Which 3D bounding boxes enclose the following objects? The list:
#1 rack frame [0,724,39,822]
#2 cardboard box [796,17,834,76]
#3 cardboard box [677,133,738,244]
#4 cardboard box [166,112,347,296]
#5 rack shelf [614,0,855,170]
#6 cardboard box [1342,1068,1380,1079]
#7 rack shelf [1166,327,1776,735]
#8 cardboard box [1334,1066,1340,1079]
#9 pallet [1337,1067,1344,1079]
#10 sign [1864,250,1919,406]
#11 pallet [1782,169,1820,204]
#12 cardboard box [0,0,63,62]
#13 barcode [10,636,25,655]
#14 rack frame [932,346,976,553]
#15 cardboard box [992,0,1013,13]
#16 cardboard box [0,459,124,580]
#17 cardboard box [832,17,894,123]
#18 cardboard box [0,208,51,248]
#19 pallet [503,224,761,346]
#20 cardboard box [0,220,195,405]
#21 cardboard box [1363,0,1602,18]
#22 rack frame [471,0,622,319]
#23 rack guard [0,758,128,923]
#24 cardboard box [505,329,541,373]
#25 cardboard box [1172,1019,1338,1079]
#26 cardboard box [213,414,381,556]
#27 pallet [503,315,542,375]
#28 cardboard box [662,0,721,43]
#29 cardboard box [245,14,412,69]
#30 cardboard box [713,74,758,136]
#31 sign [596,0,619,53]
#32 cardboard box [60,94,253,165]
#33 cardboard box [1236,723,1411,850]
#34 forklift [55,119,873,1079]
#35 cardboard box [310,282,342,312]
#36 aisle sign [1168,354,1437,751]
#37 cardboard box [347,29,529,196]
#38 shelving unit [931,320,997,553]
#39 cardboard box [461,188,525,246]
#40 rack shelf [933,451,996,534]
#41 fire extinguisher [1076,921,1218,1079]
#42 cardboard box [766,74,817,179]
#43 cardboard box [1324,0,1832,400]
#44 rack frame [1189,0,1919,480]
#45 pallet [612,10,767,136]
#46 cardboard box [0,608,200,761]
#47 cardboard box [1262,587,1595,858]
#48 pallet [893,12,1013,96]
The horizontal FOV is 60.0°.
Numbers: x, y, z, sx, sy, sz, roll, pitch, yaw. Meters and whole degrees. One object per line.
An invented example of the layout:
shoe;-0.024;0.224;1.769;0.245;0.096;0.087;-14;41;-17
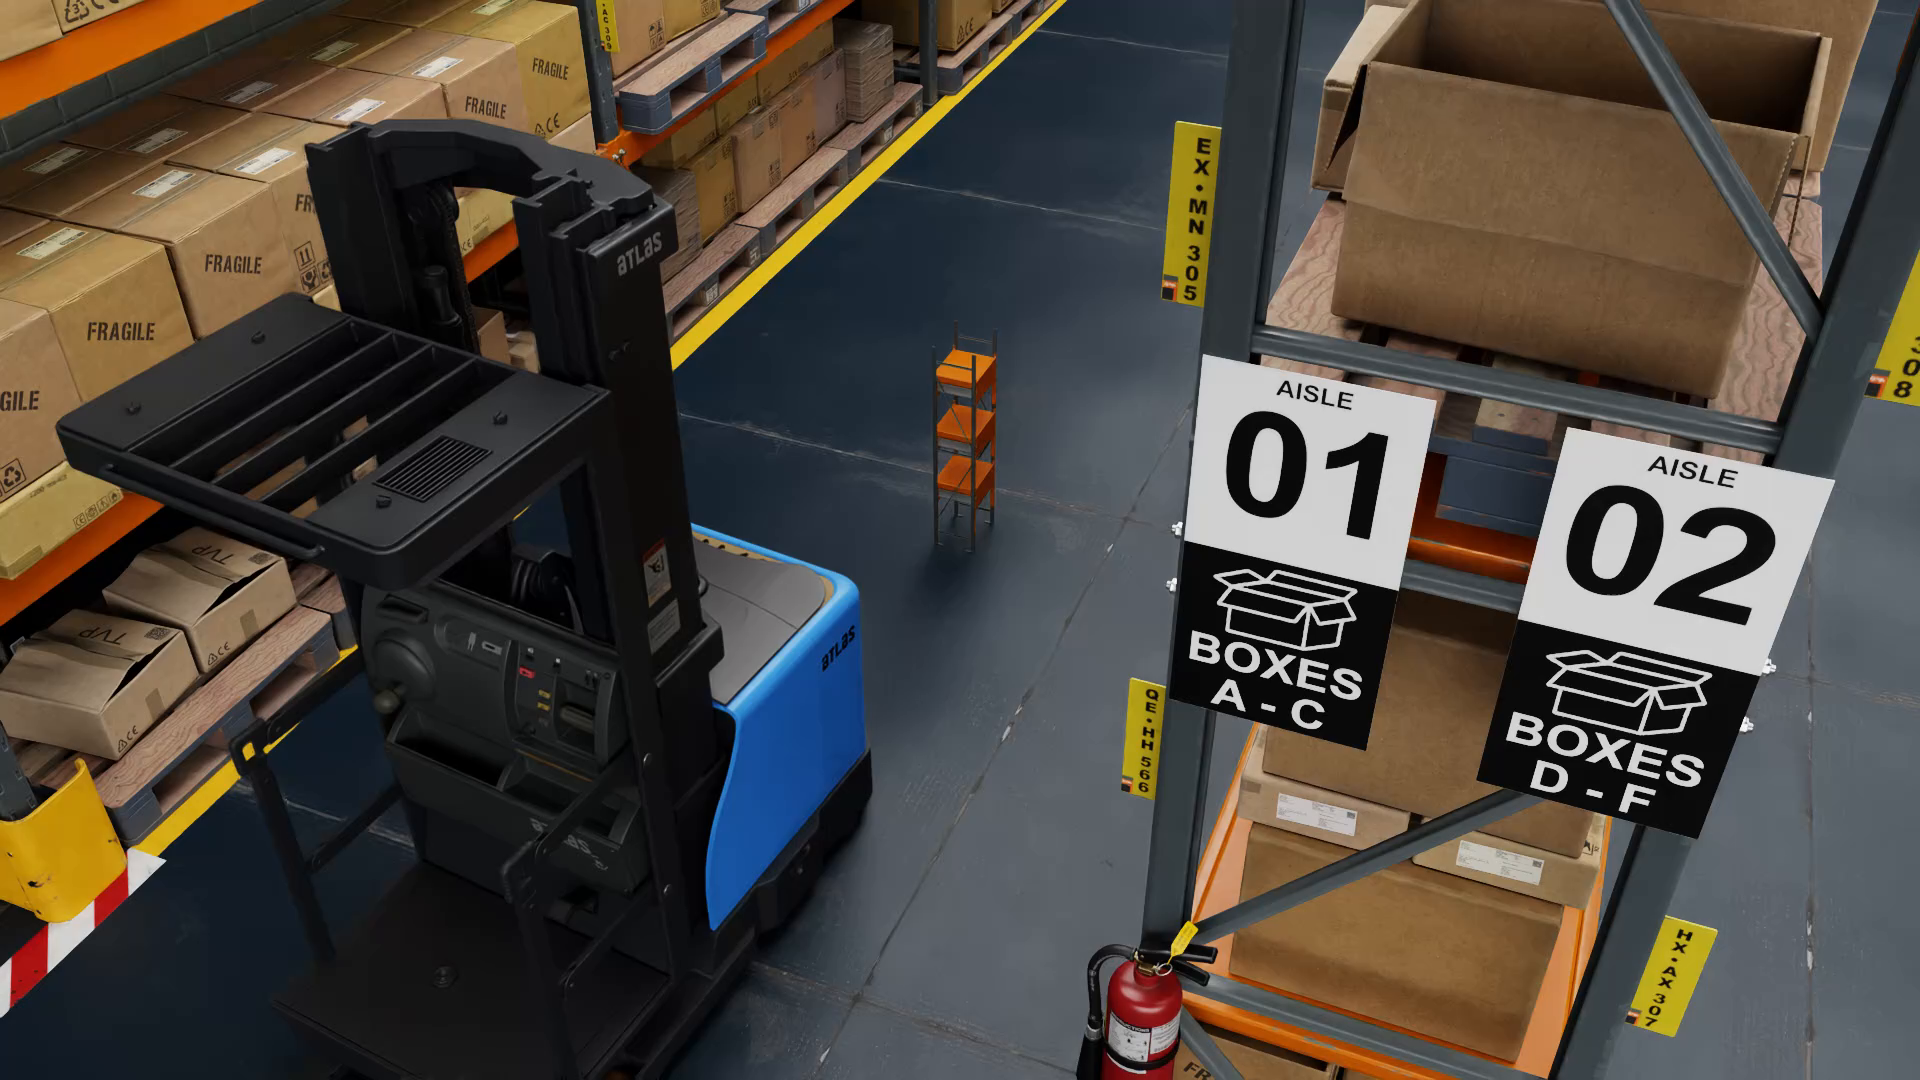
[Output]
rack frame;-3.689;-0.011;5.259;1.000;3.000;0.127;14;39;18
cardboard box;-1.145;-3.203;10.624;0.500;0.250;0.500;15;39;19
cardboard box;-1.752;-2.109;9.787;0.700;0.500;0.500;13;39;17
cardboard box;-2.644;-1.299;6.465;0.500;0.500;0.500;15;39;19
rack shelf;-1.406;-3.044;9.918;1.077;0.370;4.000;14;39;18
cardboard box;1.304;1.803;4.779;0.500;0.250;0.500;14;39;18
rack shelf;1.655;-0.905;4.551;1.077;0.370;4.000;14;39;18
cardboard box;0.825;1.685;4.937;0.500;0.250;0.500;14;39;18
pallet;1.146;1.800;5.166;1.003;0.211;1.213;14;39;18
sign;1.405;-0.338;2.395;0.100;0.325;0.005;14;39;18
pallet;1.650;-1.114;4.303;1.003;0.211;1.213;14;39;18
cardboard box;-3.093;-1.678;4.883;0.500;0.500;0.500;16;40;21
barcode;-3.705;0.423;6.550;0.001;0.075;0.075;14;39;18
rack frame;-0.026;-0.383;7.385;0.200;1.050;0.008;14;39;18
cardboard box;0.096;-4.608;12.854;0.750;0.750;0.750;14;39;18
cardboard box;-3.209;-0.156;5.562;0.500;0.250;0.500;13;39;16
cardboard box;-0.870;-3.204;11.252;0.700;0.500;0.500;14;39;18
cardboard box;-3.505;-0.845;5.857;0.500;0.500;0.500;14;39;18
pallet;-1.872;-1.540;9.634;1.003;0.211;1.213;14;39;18
cardboard box;-3.032;-0.726;5.698;0.500;0.500;0.500;14;39;18
cardboard box;1.300;-1.280;4.058;0.500;0.311;0.500;19;41;23
rack frame;-2.167;-2.225;8.222;1.000;3.000;0.127;14;39;18
rack guard;-3.660;0.949;6.063;1.175;0.500;0.348;14;39;18
cardboard box;-2.342;-0.964;8.533;0.380;0.166;0.250;9;38;12
cardboard box;0.823;1.384;4.713;0.500;0.500;0.500;14;39;18
cardboard box;-2.800;-0.259;7.311;0.700;0.500;0.500;11;38;15
pallet;-2.390;-0.728;8.548;1.003;0.211;1.213;14;39;18
cardboard box;-1.722;-3.023;8.838;0.700;0.500;0.500;18;40;22
cardboard box;-2.739;-1.975;7.370;0.500;0.500;0.500;14;39;17
cardboard box;-1.543;-2.645;9.878;0.500;0.250;0.500;13;39;16
sign;-1.662;-2.453;7.803;0.100;0.325;0.005;14;39;18
cardboard box;-3.121;-1.411;6.614;0.500;0.500;0.500;14;39;18
cardboard box;0.863;0.561;3.869;0.380;0.149;0.250;13;39;17
forklift;-1.478;0.463;4.683;1.130;2.935;3.031;18;40;22
cardboard box;-2.631;-1.007;6.701;0.500;0.250;0.500;14;39;18
aisle sign;0.597;0.044;3.014;0.394;0.787;0.004;14;39;18
cardboard box;-2.245;-1.864;7.220;0.500;0.500;0.500;14;39;17
shelving unit;0.020;-0.450;7.475;0.215;1.050;0.252;14;39;18
cardboard box;-2.264;-1.568;7.451;0.500;0.250;0.500;14;39;18
rack shelf;0.020;-0.219;7.648;0.215;0.259;0.240;14;39;18
fire extinguisher;0.419;1.106;3.829;0.296;0.674;0.183;14;39;18
cardboard box;-1.337;-2.664;10.529;0.700;0.500;0.500;14;39;18
cardboard box;1.116;-0.669;3.080;0.797;0.503;0.637;17;40;21
rack frame;0.894;-1.287;1.956;1.000;3.000;0.127;14;39;18
pallet;-1.741;-2.538;8.801;1.003;0.211;1.213;14;39;18
cardboard box;-3.342;0.528;6.417;0.500;0.311;0.500;10;38;13
cardboard box;1.103;0.271;3.715;0.700;0.500;0.500;14;39;18
pallet;-0.275;-3.742;12.580;1.003;0.211;1.213;14;39;18
